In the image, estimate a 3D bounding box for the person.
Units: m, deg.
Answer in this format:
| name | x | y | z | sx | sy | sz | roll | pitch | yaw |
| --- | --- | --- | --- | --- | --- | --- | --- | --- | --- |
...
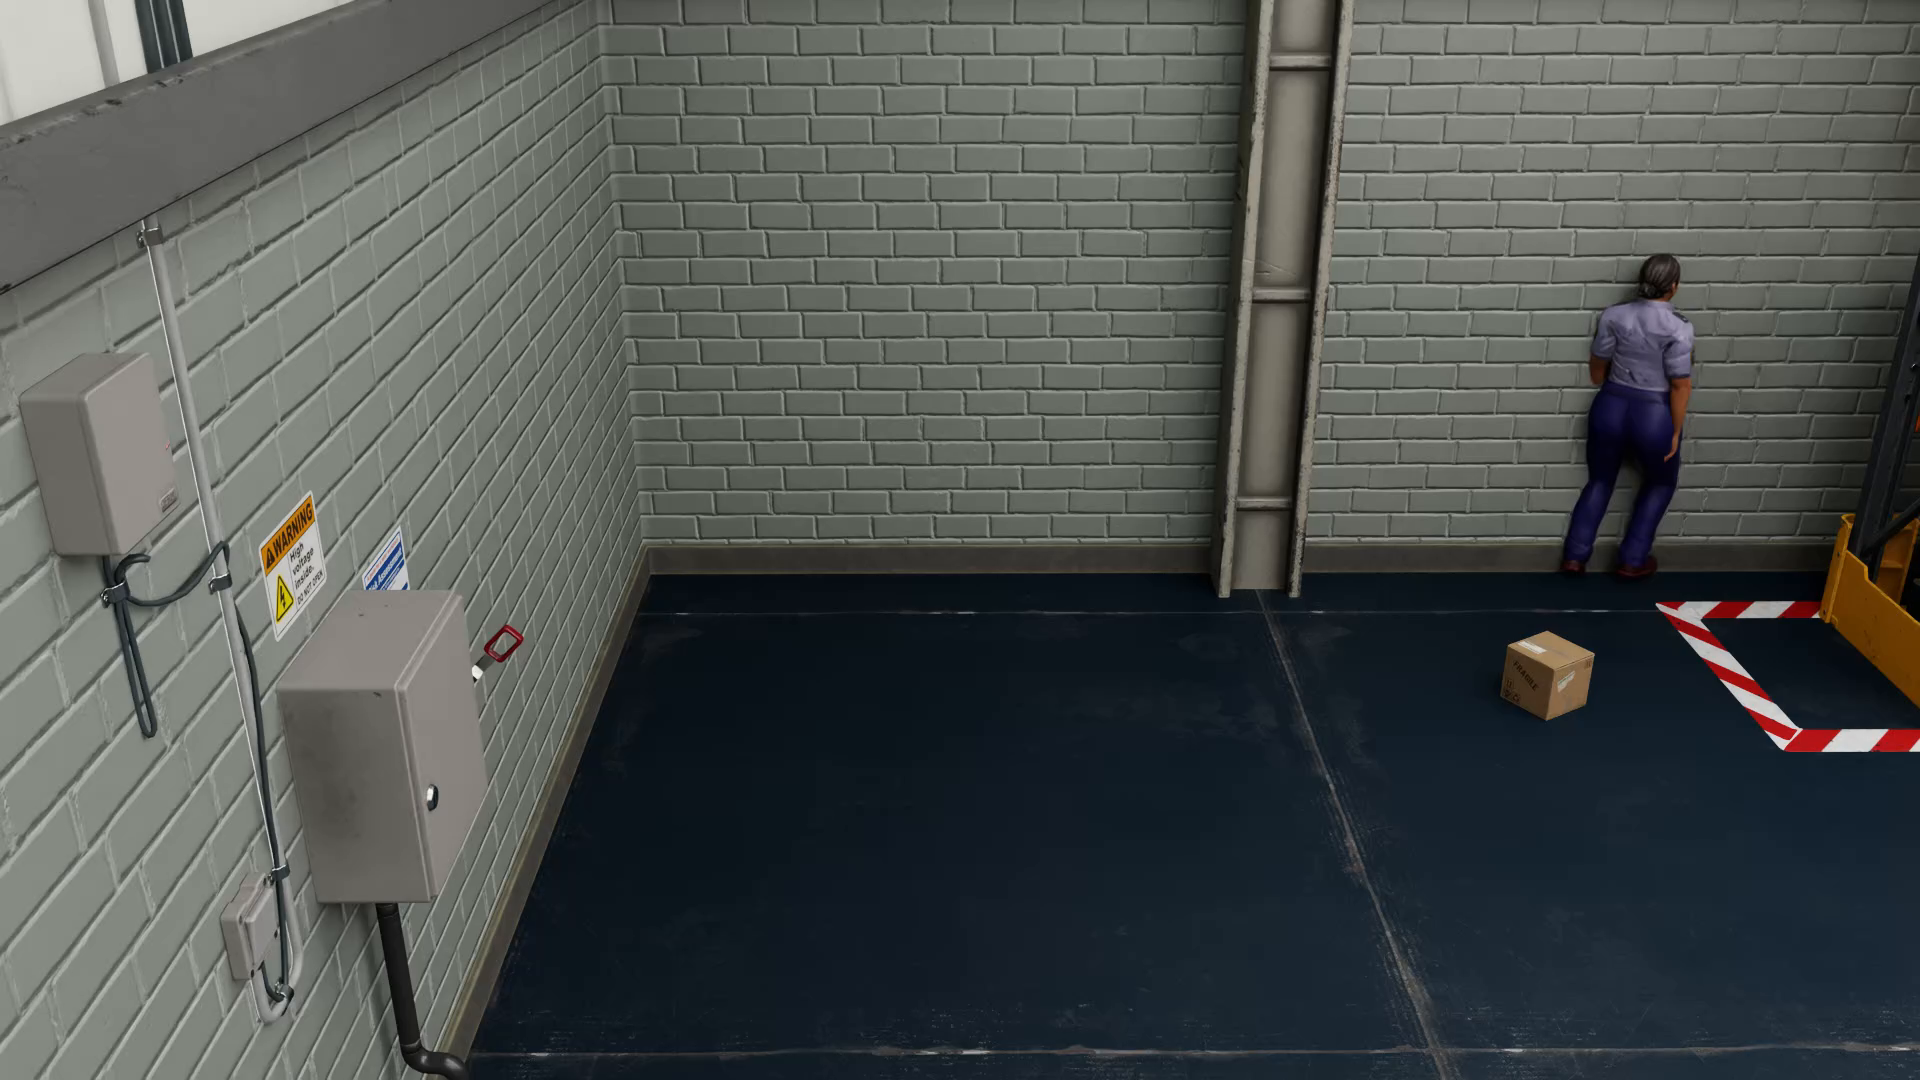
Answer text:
| name | x | y | z | sx | sy | sz | roll | pitch | yaw |
| --- | --- | --- | --- | --- | --- | --- | --- | --- | --- |
| person | 3.206 | -0.540 | 7.890 | 0.491 | 1.706 | 0.419 | 20 | 31 | 38 |
